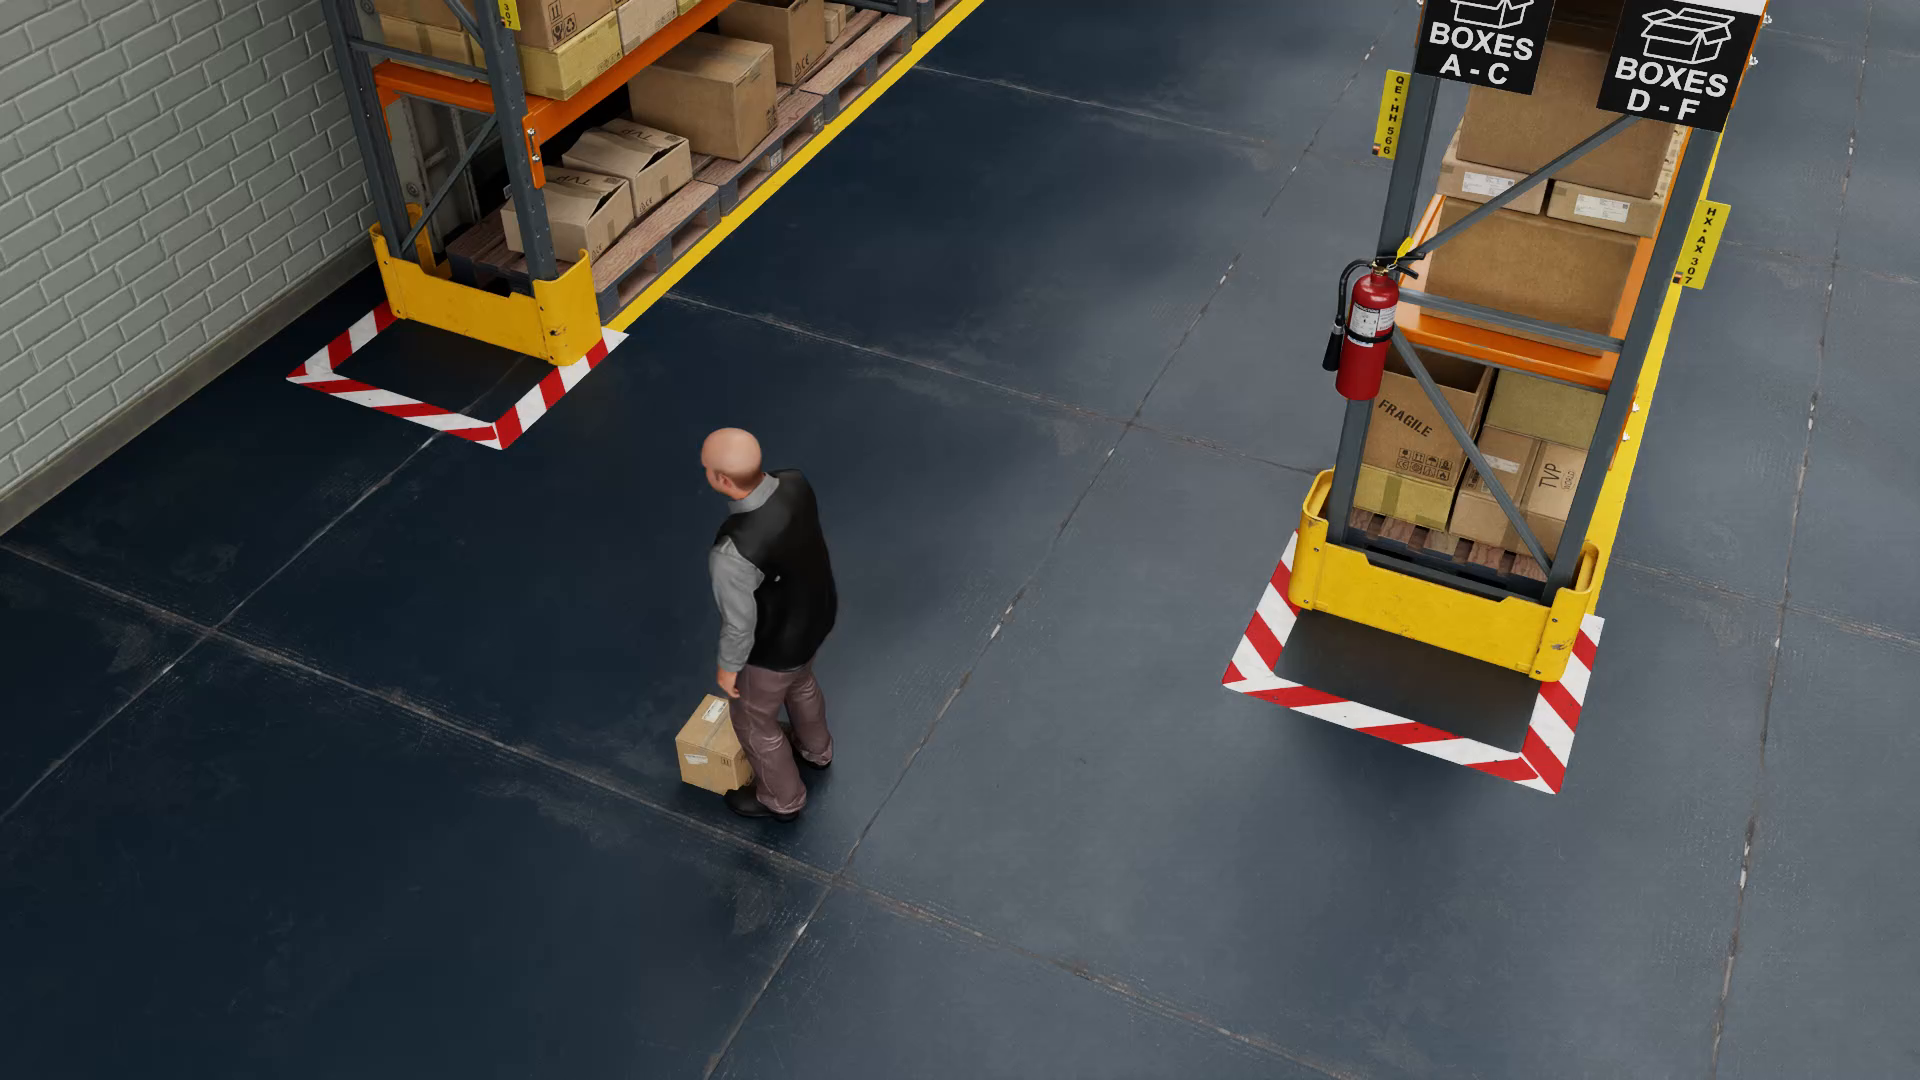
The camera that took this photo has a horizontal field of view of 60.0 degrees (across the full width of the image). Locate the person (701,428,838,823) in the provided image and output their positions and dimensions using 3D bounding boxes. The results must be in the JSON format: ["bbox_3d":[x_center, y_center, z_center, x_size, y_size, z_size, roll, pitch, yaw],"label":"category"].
[{"bbox_3d":[-0.649,0.354,5.858,0.421,1.617,0.580,17,45,19],"label":"person"}]
